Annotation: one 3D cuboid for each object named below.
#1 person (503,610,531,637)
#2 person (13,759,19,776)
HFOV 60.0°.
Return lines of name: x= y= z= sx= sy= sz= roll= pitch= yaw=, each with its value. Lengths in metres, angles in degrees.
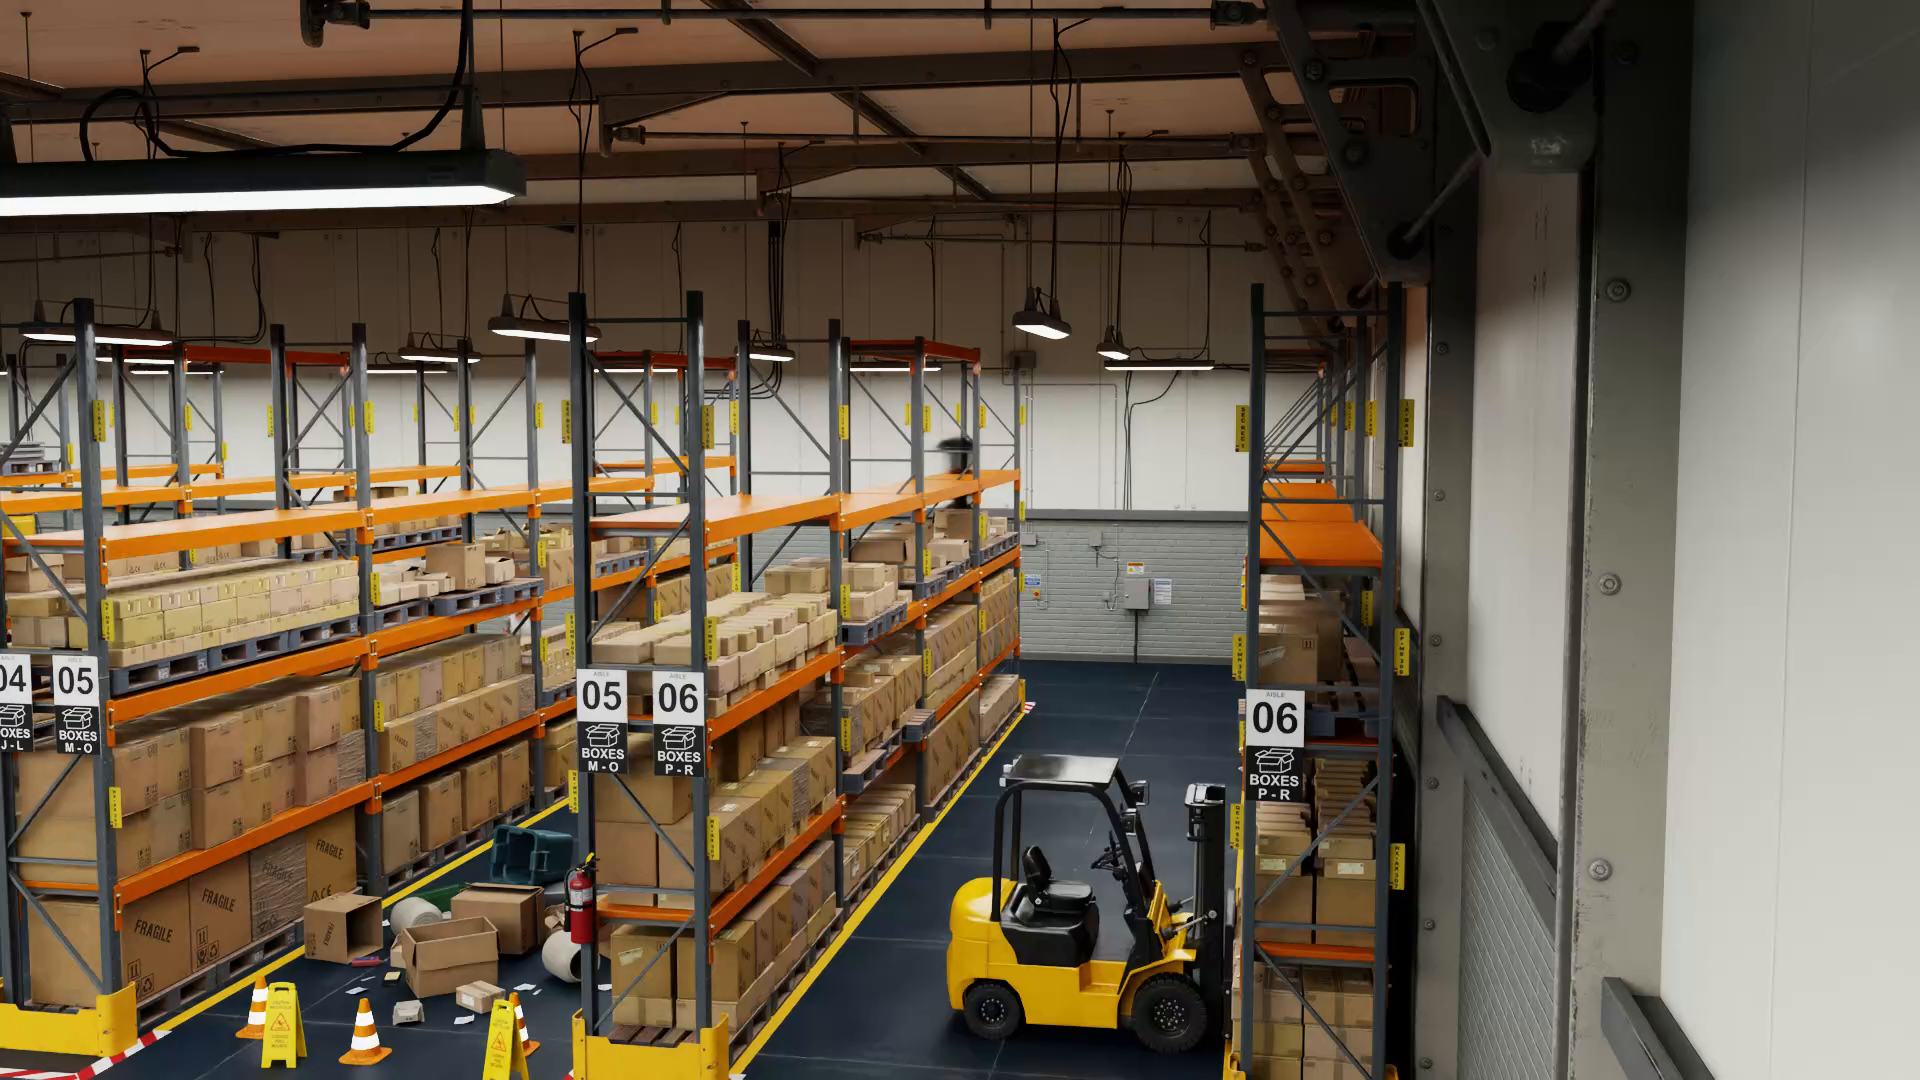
person: x=-7.775 y=1.903 z=29.475 sx=0.640 sy=1.766 sz=0.777 roll=0 pitch=5 yaw=0
person: x=-12.319 y=2.561 z=21.743 sx=0.674 sy=1.784 sz=0.527 roll=4 pitch=6 yaw=43
